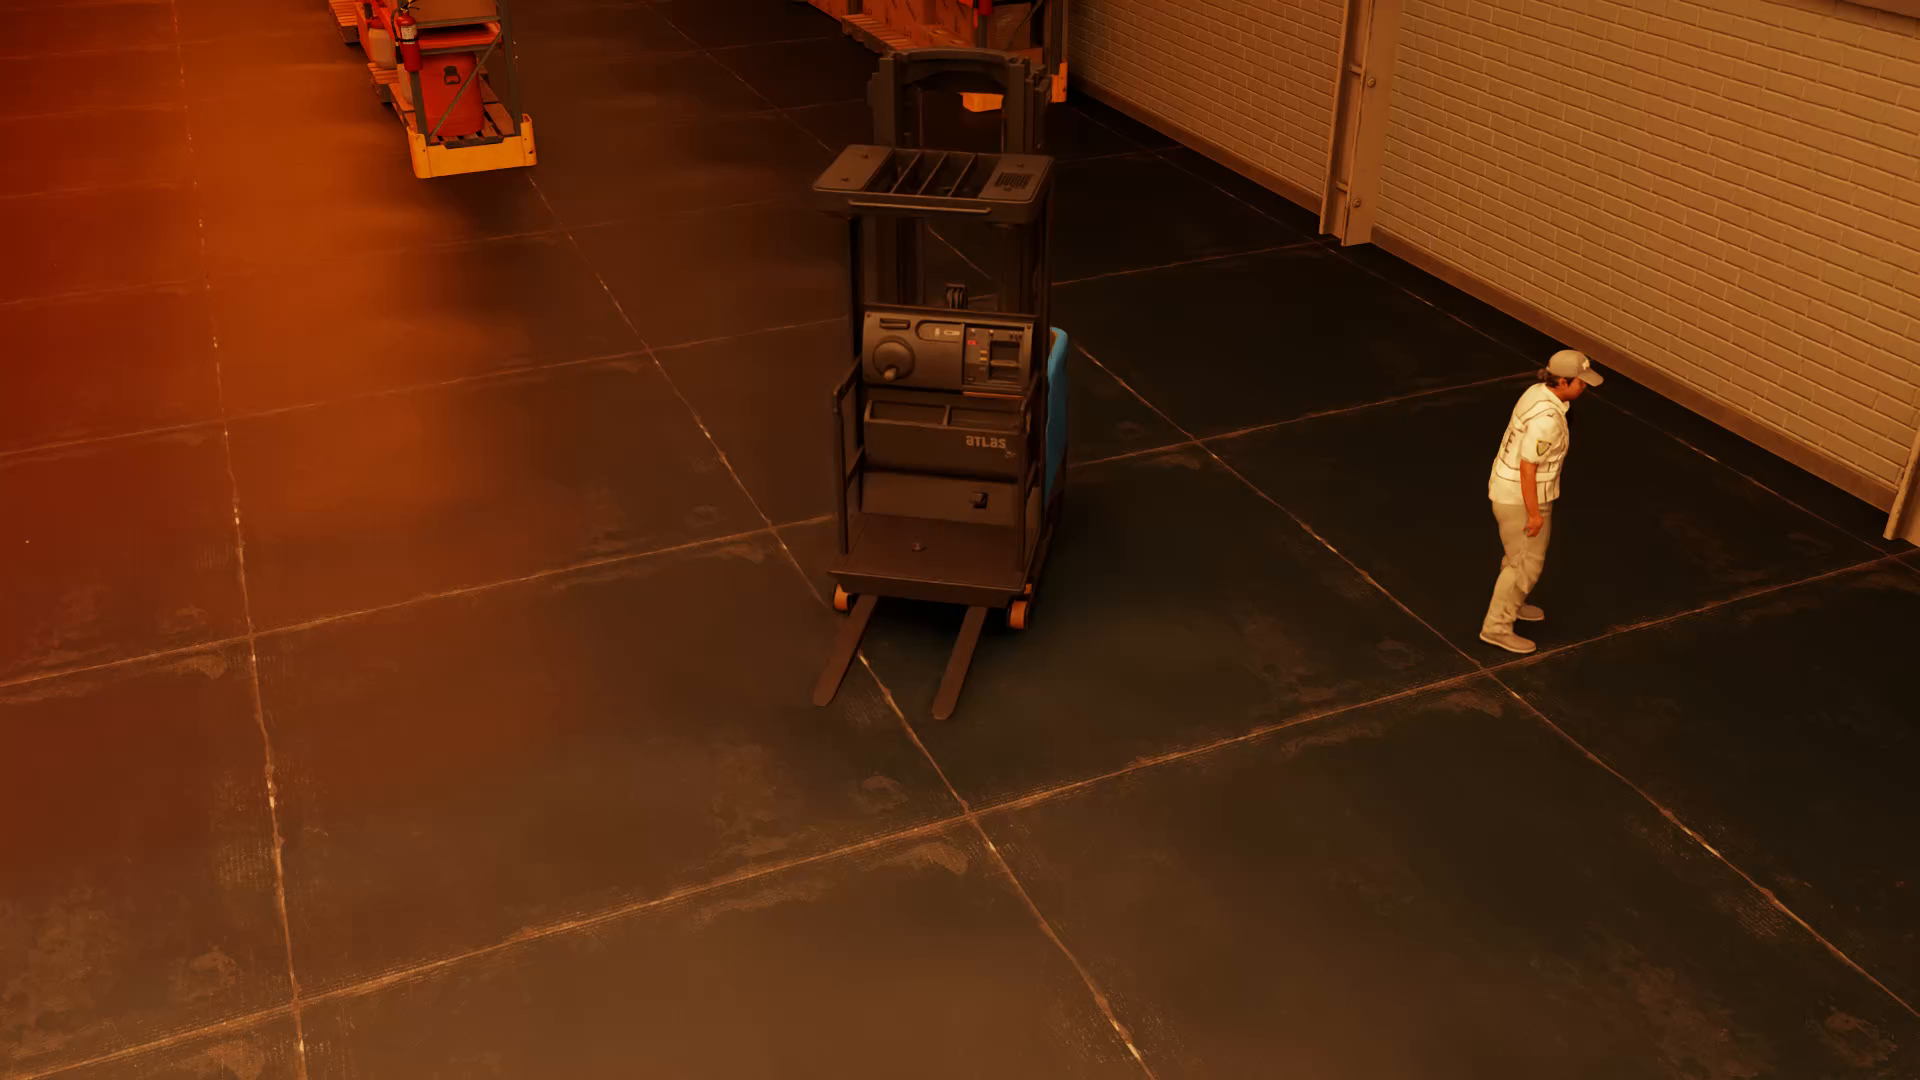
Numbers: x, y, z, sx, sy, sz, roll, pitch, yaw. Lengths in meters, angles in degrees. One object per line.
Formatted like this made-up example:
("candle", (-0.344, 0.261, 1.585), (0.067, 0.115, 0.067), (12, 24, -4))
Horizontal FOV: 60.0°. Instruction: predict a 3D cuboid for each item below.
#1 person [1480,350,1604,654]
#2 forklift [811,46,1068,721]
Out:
("person", (3.034, -0.231, 8.810), (0.459, 1.670, 0.530), (9, 31, 16))
("forklift", (-0.108, -0.973, 8.821), (1.130, 2.935, 3.031), (5, 30, 9))
